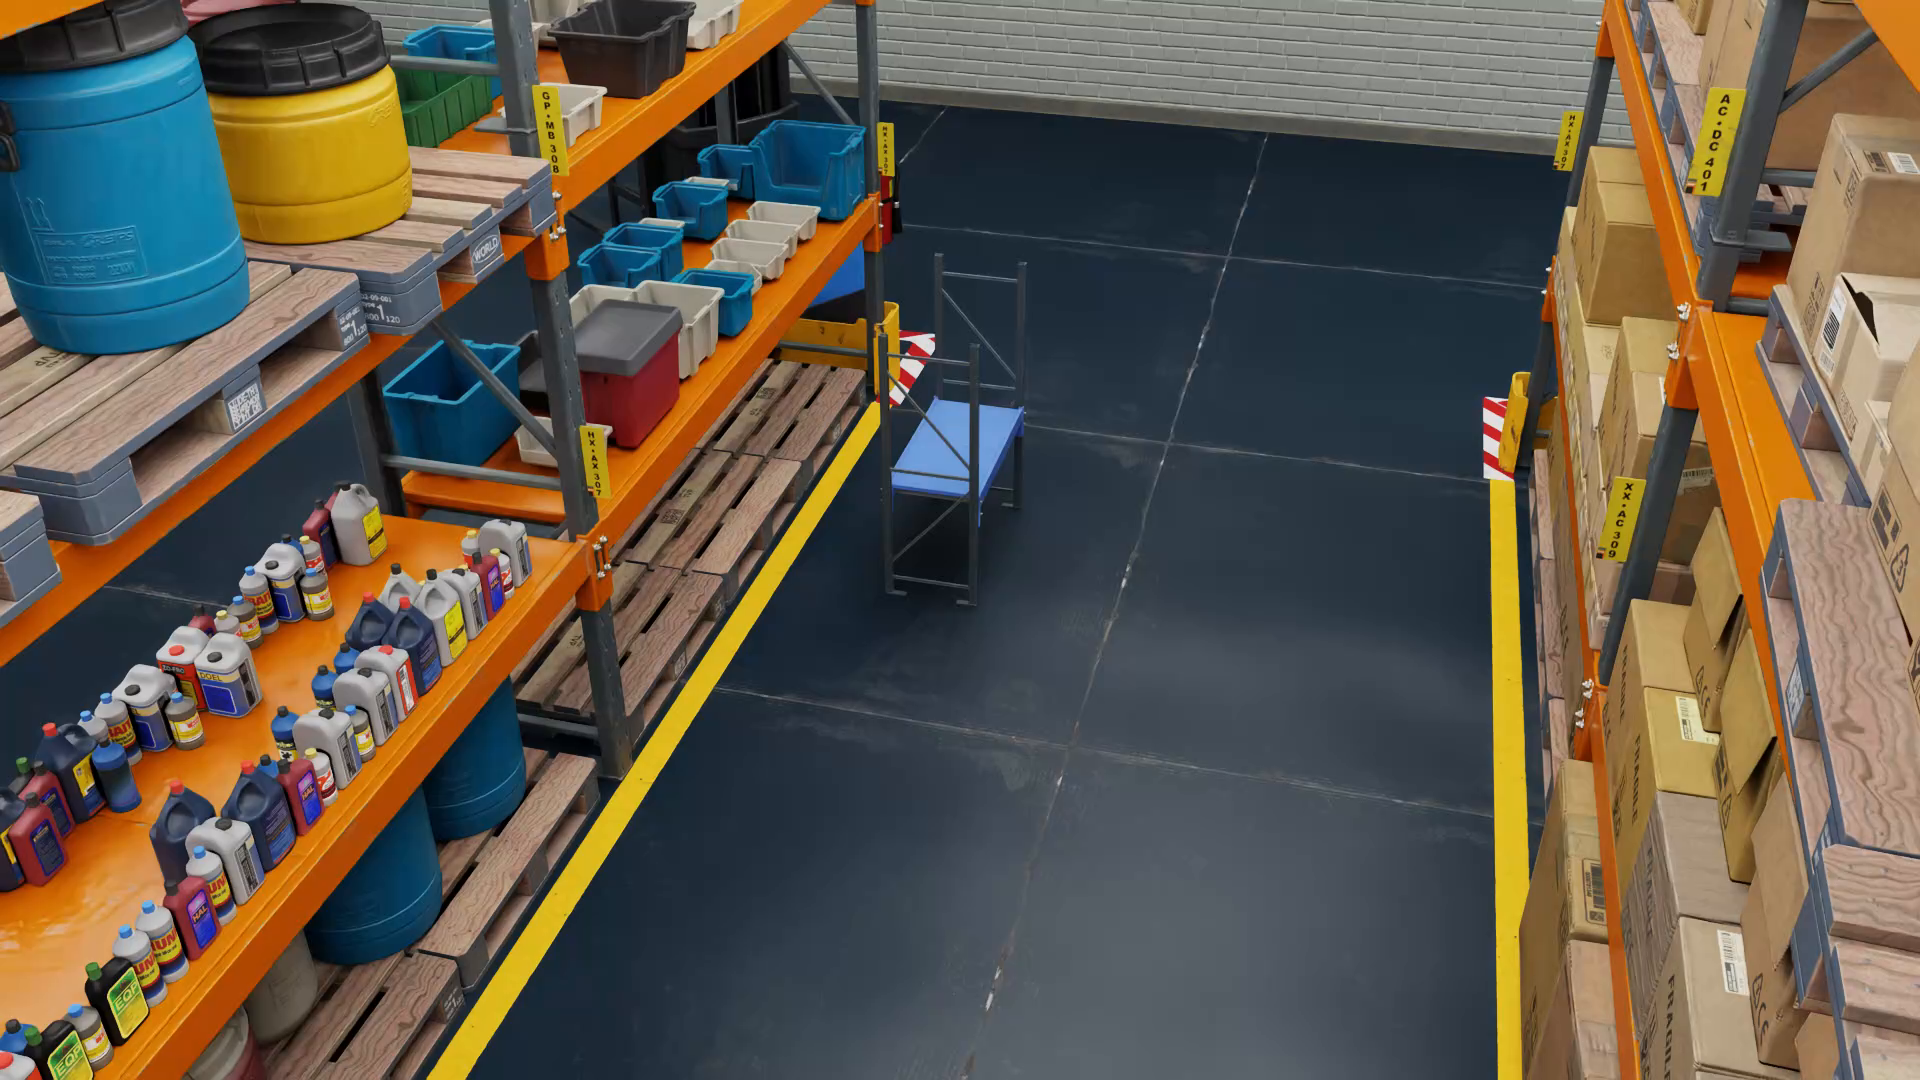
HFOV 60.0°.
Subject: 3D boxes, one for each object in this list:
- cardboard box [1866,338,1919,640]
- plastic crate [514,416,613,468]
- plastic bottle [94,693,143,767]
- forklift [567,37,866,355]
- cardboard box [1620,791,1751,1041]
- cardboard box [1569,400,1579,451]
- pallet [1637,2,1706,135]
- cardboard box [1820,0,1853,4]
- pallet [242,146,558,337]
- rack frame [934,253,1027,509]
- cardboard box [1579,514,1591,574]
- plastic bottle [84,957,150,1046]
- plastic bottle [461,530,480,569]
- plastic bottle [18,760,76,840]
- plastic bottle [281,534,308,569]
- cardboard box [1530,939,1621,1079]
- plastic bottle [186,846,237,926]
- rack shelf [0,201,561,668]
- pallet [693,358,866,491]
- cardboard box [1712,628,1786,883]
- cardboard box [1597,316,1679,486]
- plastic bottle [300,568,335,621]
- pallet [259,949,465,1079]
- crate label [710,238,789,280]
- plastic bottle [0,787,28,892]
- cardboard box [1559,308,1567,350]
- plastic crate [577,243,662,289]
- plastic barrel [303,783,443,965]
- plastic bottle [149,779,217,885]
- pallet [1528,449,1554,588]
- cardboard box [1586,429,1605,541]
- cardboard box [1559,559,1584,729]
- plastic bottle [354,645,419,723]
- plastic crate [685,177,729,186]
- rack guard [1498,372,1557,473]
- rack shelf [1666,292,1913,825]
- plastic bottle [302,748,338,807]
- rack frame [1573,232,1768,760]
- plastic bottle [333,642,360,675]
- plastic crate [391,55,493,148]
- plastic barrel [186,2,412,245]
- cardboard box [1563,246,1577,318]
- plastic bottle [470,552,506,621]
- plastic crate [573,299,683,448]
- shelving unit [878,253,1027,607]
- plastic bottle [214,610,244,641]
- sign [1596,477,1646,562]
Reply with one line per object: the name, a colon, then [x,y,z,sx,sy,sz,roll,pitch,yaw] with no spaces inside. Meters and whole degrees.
cardboard box: [2.277,-0.069,3.279,0.797,0.503,0.637,8,33,12]
plastic crate: [-1.740,-0.406,7.282,0.396,0.136,0.243,8,33,12]
plastic bottle: [-2.832,0.630,5.583,0.097,0.271,0.097,0,32,0]
forklift: [-1.920,-3.174,11.510,1.130,2.935,3.031,-24,40,-33]
cardboard box: [2.182,1.088,4.650,0.500,0.500,0.500,7,33,11]
cardboard box: [2.946,-0.491,7.461,0.380,0.149,0.250,9,33,13]
pallet: [3.324,-1.878,6.695,1.003,0.211,1.213,8,33,12]
cardboard box: [3.039,-1.926,5.412,0.500,0.250,0.500,6,33,9]
pallet: [-2.101,-1.036,5.463,1.213,0.211,1.003,8,33,12]
rack frame: [0.107,-0.852,9.193,0.500,1.500,0.032,8,33,12]
cardboard box: [2.685,0.041,6.624,0.380,0.149,0.250,7,33,12]
plastic bottle: [-2.335,1.252,4.594,0.061,0.283,0.133,8,33,12]
plastic bottle: [-1.909,0.055,6.552,0.097,0.201,0.097,0,32,0]
plastic bottle: [-2.892,0.837,5.246,0.061,0.283,0.133,8,33,12]
plastic bottle: [-2.572,0.099,6.418,0.097,0.271,0.097,0,32,0]
cardboard box: [2.425,1.923,5.019,1.225,0.875,0.875,7,33,11]
plastic bottle: [-2.240,1.024,4.963,0.097,0.271,0.097,0,32,0]
rack shelf: [-2.504,-0.194,4.634,1.077,0.370,4.000,8,33,12]
pallet: [-1.228,-0.746,10.227,1.003,0.211,1.213,8,33,12]
cardboard box: [2.455,0.626,4.441,0.797,0.503,0.637,8,33,13]
cardboard box: [2.784,-0.508,6.417,0.500,0.500,0.500,8,33,13]
plastic bottle: [-2.450,0.200,6.325,0.097,0.201,0.097,0,32,0]
pallet: [-2.540,1.937,6.006,1.003,0.211,1.213,8,33,12]
crate label: [-1.148,-1.515,9.027,0.396,0.136,0.243,8,33,12]
plastic bottle: [-2.951,0.889,5.102,0.144,0.351,0.185,8,33,12]
cardboard box: [3.207,-1.024,8.299,0.380,0.149,0.250,8,33,12]
plastic crate: [-1.773,-1.378,8.721,0.416,0.233,0.300,8,33,12]
plastic barrel: [-2.331,1.086,6.310,0.600,0.901,0.708,8,33,12]
plastic bottle: [-2.374,0.893,5.095,0.144,0.351,0.185,8,33,12]
pallet: [3.682,-0.069,9.161,1.003,0.211,1.213,8,33,12]
cardboard box: [2.782,-0.191,6.617,0.500,0.250,0.500,9,34,14]
cardboard box: [3.268,0.325,7.531,0.875,0.875,0.875,8,33,12]
plastic bottle: [-2.004,0.483,5.811,0.152,0.276,0.135,8,33,12]
plastic crate: [-1.524,-2.021,9.823,0.250,0.136,0.298,8,33,12]
rack guard: [3.816,-0.629,9.773,1.175,0.500,0.348,8,33,12]
rack shelf: [2.287,0.480,3.573,1.077,0.370,4.000,8,33,12]
plastic bottle: [-2.100,0.768,5.431,0.097,0.201,0.097,0,32,0]
rack frame: [2.794,0.405,5.817,1.000,3.000,0.127,8,33,12]
plastic bottle: [-2.130,0.477,5.823,0.097,0.271,0.097,0,32,0]
plastic crate: [-2.181,-1.707,6.541,0.450,0.188,0.662,8,33,12]
plastic barrel: [-2.032,-1.291,5.122,0.600,0.588,0.600,0,32,0]
cardboard box: [3.301,-1.250,8.283,0.500,0.250,0.500,8,33,12]
plastic bottle: [-1.798,0.154,6.320,0.061,0.283,0.133,8,33,12]
plastic crate: [-1.527,-0.751,7.520,0.402,0.464,0.583,8,33,12]
shelving unit: [-0.022,-0.589,8.778,0.538,1.500,1.048,8,33,12]
plastic bottle: [-2.681,0.350,6.089,0.097,0.201,0.097,0,32,0]
sign: [2.257,-0.069,5.682,0.100,0.325,0.005,8,33,12]
